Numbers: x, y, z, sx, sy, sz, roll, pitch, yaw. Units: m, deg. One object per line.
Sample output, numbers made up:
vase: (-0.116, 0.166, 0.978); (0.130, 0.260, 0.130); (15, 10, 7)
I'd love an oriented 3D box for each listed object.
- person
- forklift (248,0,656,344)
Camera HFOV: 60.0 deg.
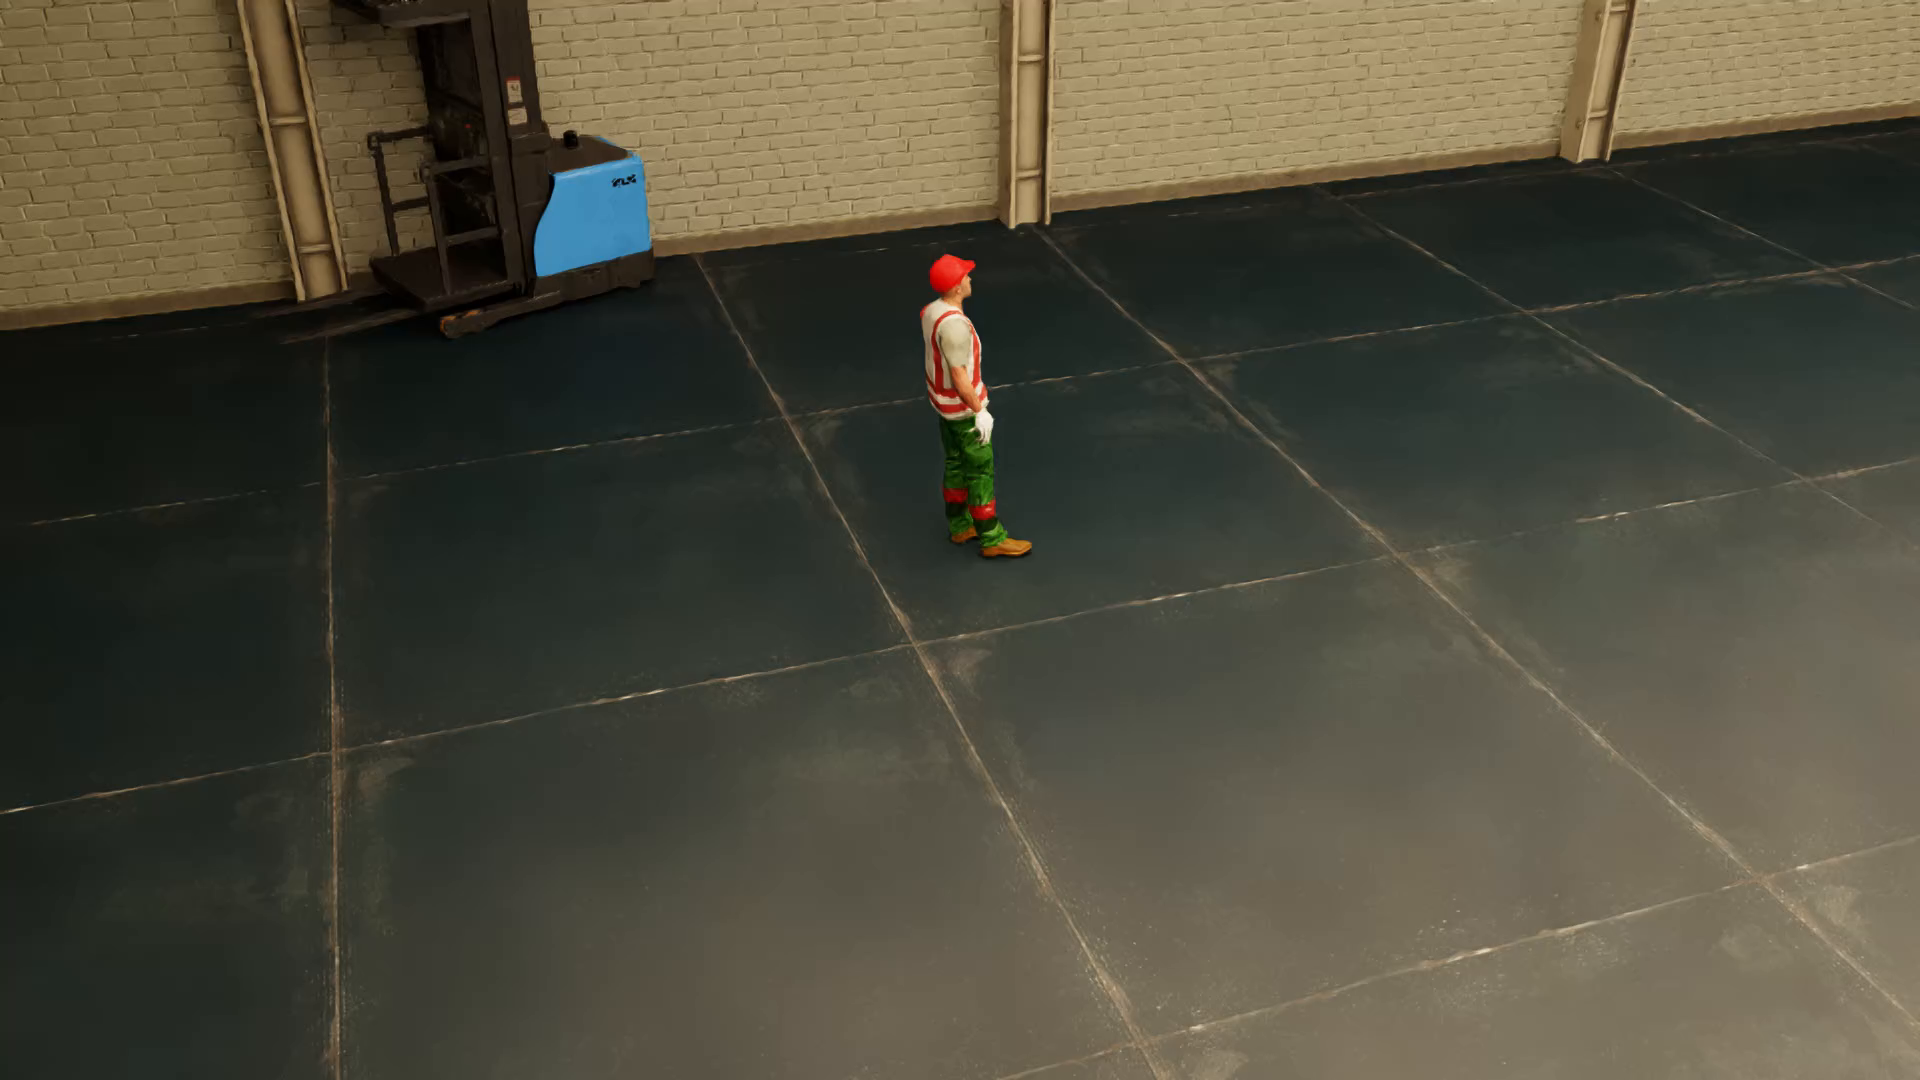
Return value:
person: (0.080, -0.789, 9.589); (0.563, 1.787, 0.637); (-10, 31, -16)
forklift: (-3.967, -3.104, 12.482); (3.031, 2.935, 1.130); (-22, 36, -33)
